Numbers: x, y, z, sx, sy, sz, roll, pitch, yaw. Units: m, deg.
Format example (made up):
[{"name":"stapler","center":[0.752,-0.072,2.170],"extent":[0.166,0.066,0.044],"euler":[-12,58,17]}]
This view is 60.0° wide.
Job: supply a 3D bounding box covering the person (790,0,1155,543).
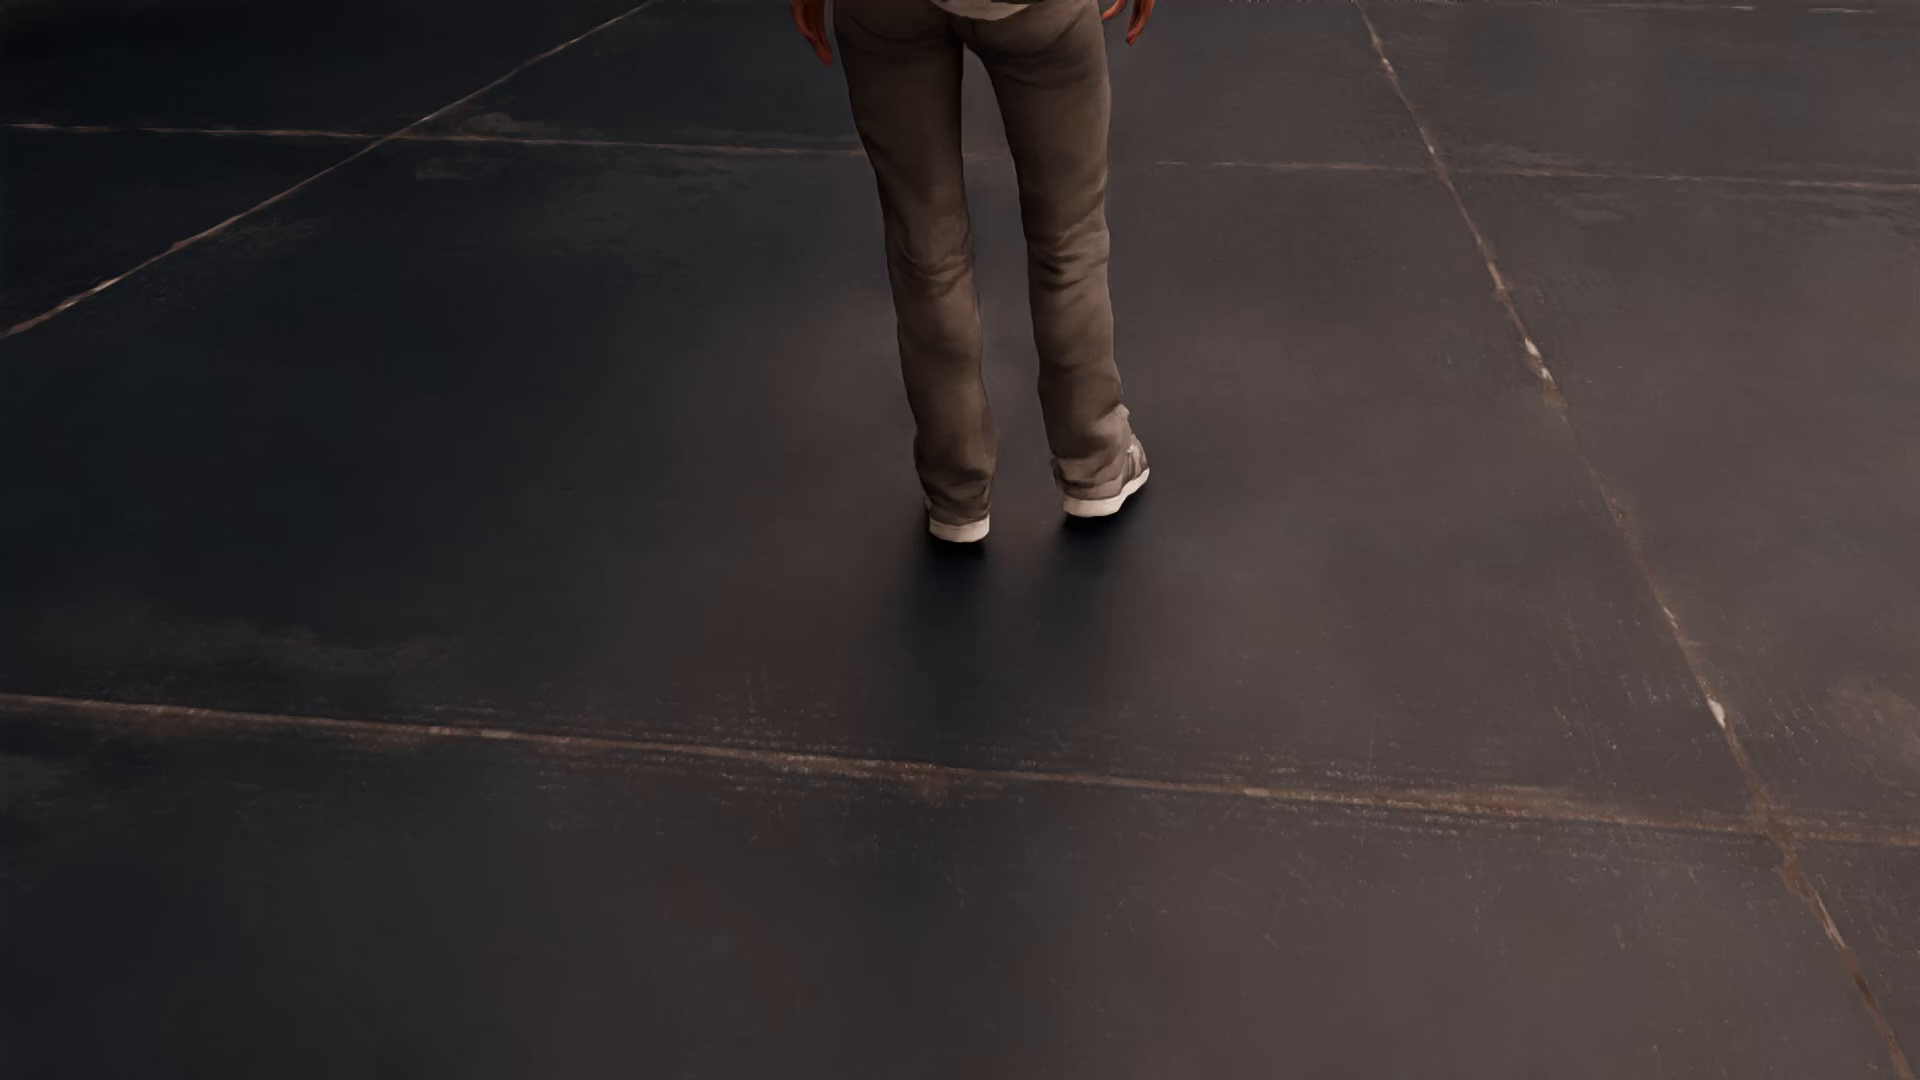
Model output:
[{"name":"person","center":[0.023,-0.753,2.204],"extent":[0.521,1.597,0.474],"euler":[3,27,7]}]
